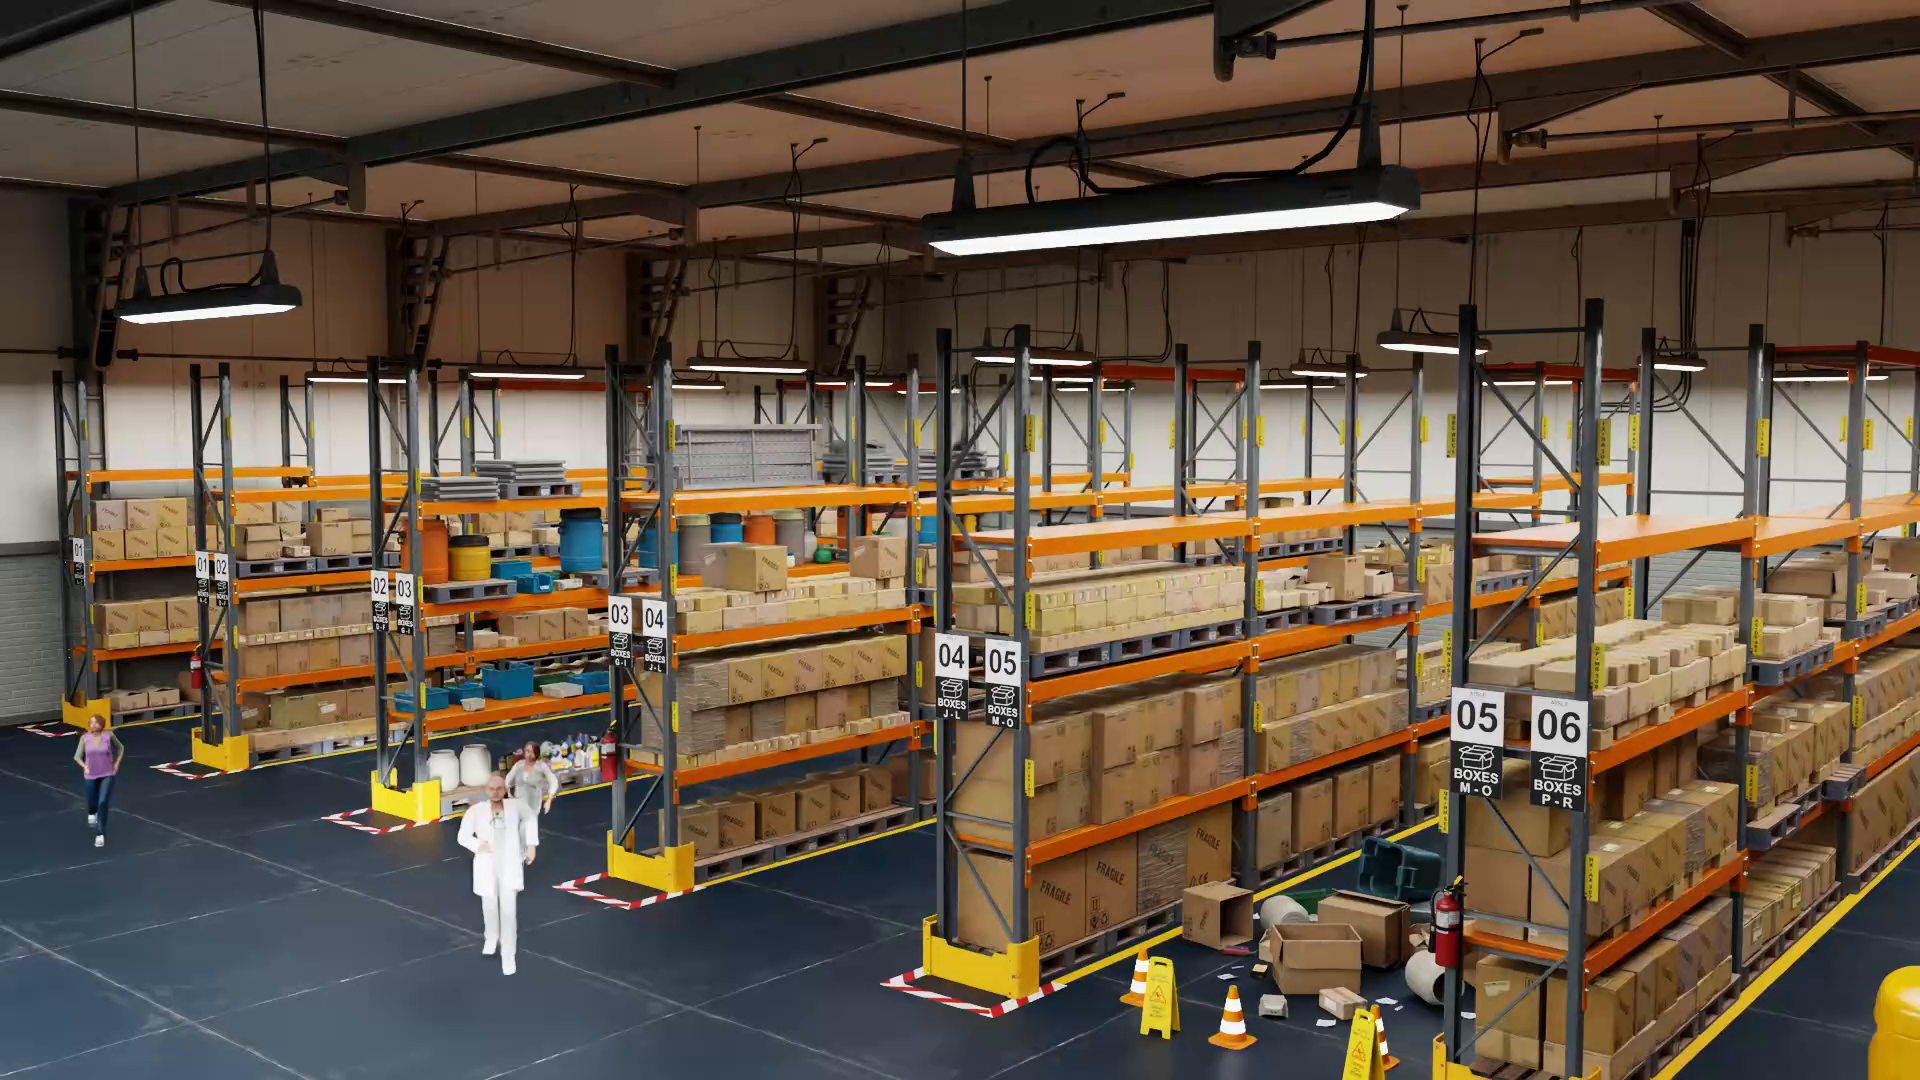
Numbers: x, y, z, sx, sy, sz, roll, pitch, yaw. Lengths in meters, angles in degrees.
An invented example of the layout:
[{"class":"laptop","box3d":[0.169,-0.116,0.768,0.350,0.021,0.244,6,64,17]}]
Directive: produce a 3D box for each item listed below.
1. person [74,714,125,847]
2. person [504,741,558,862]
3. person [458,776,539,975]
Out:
[{"class":"person","box3d":[-10.572,2.912,20.453,0.547,1.594,0.782,-2,4,-22]},{"class":"person","box3d":[-4.846,3.027,18.591,0.605,1.568,0.850,1,4,9]},{"class":"person","box3d":[-4.377,3.148,15.797,0.738,1.863,0.850,-1,4,-15]}]
